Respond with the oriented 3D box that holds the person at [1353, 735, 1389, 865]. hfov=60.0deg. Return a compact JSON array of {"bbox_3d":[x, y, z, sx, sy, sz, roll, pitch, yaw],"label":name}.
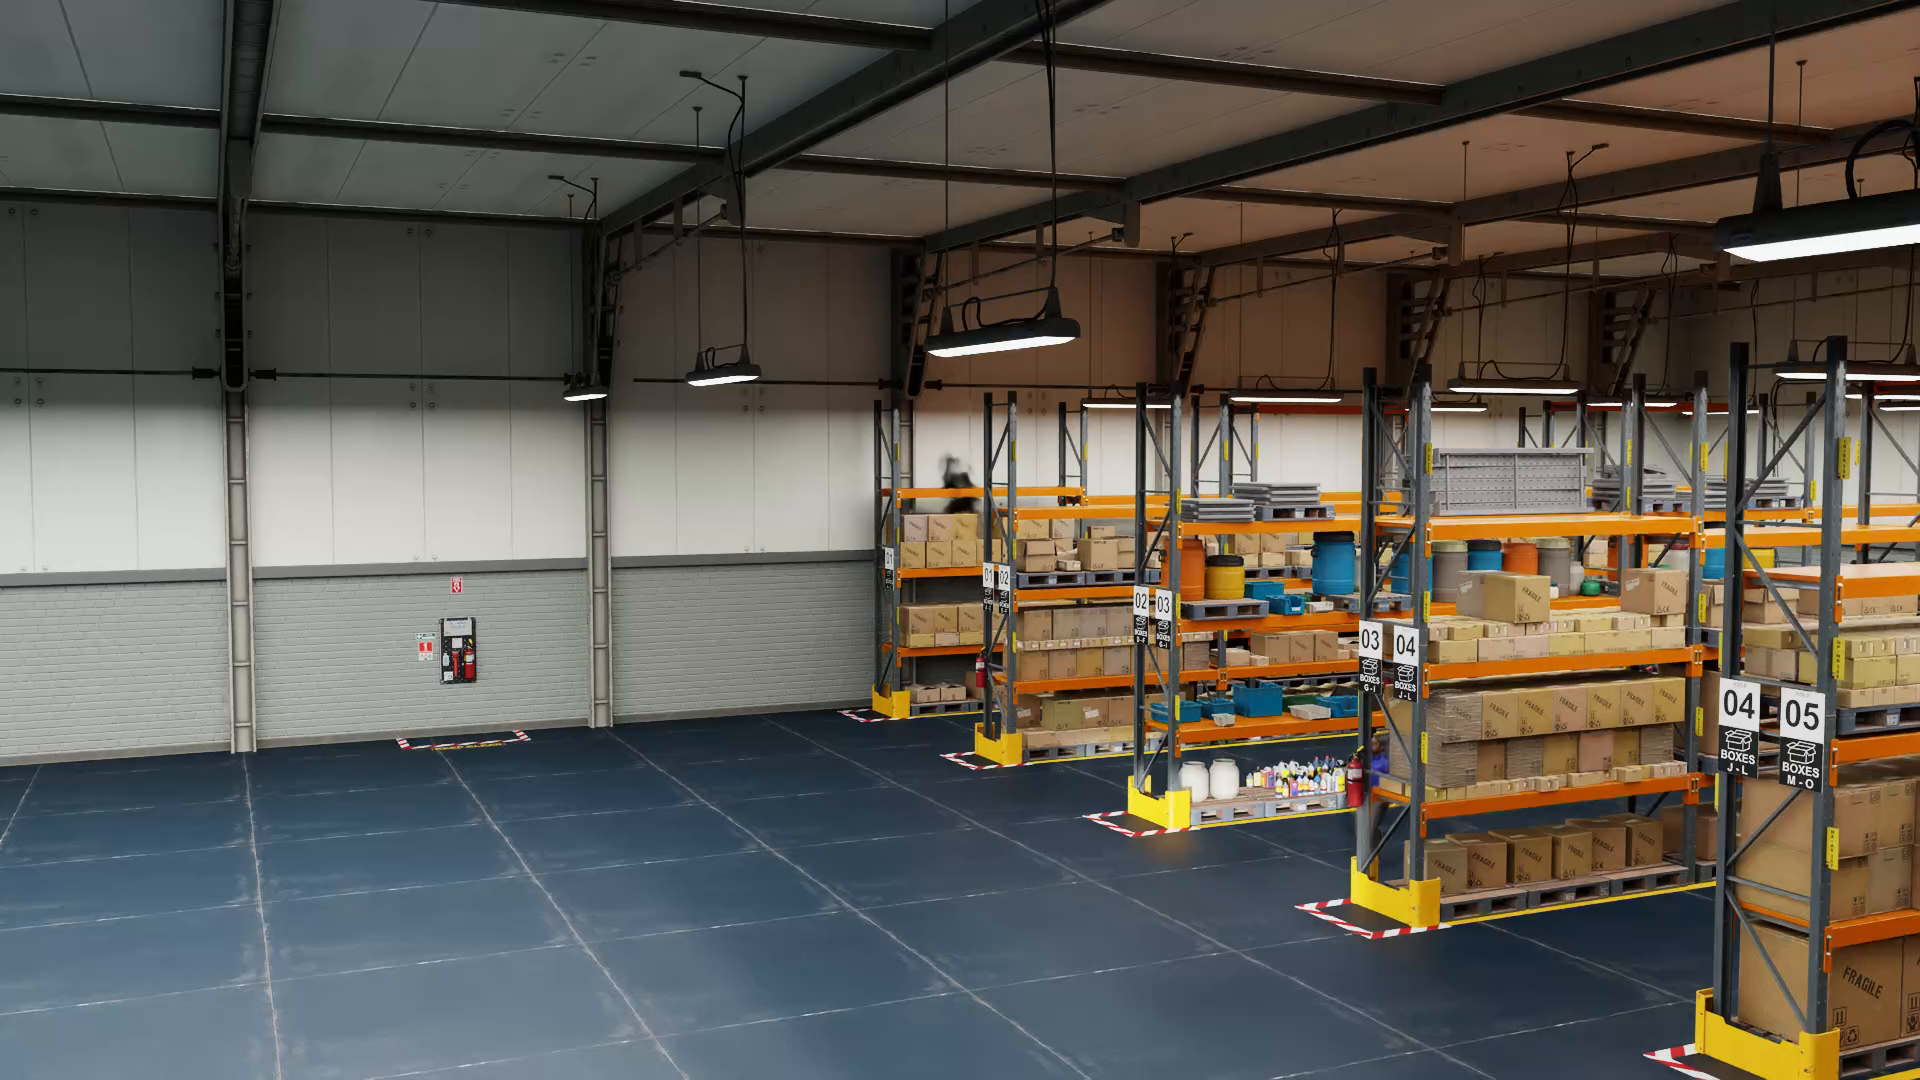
[{"bbox_3d":[5.056,3.230,20.301,0.561,1.505,0.574,-3,4,-38],"label":"person"}]
